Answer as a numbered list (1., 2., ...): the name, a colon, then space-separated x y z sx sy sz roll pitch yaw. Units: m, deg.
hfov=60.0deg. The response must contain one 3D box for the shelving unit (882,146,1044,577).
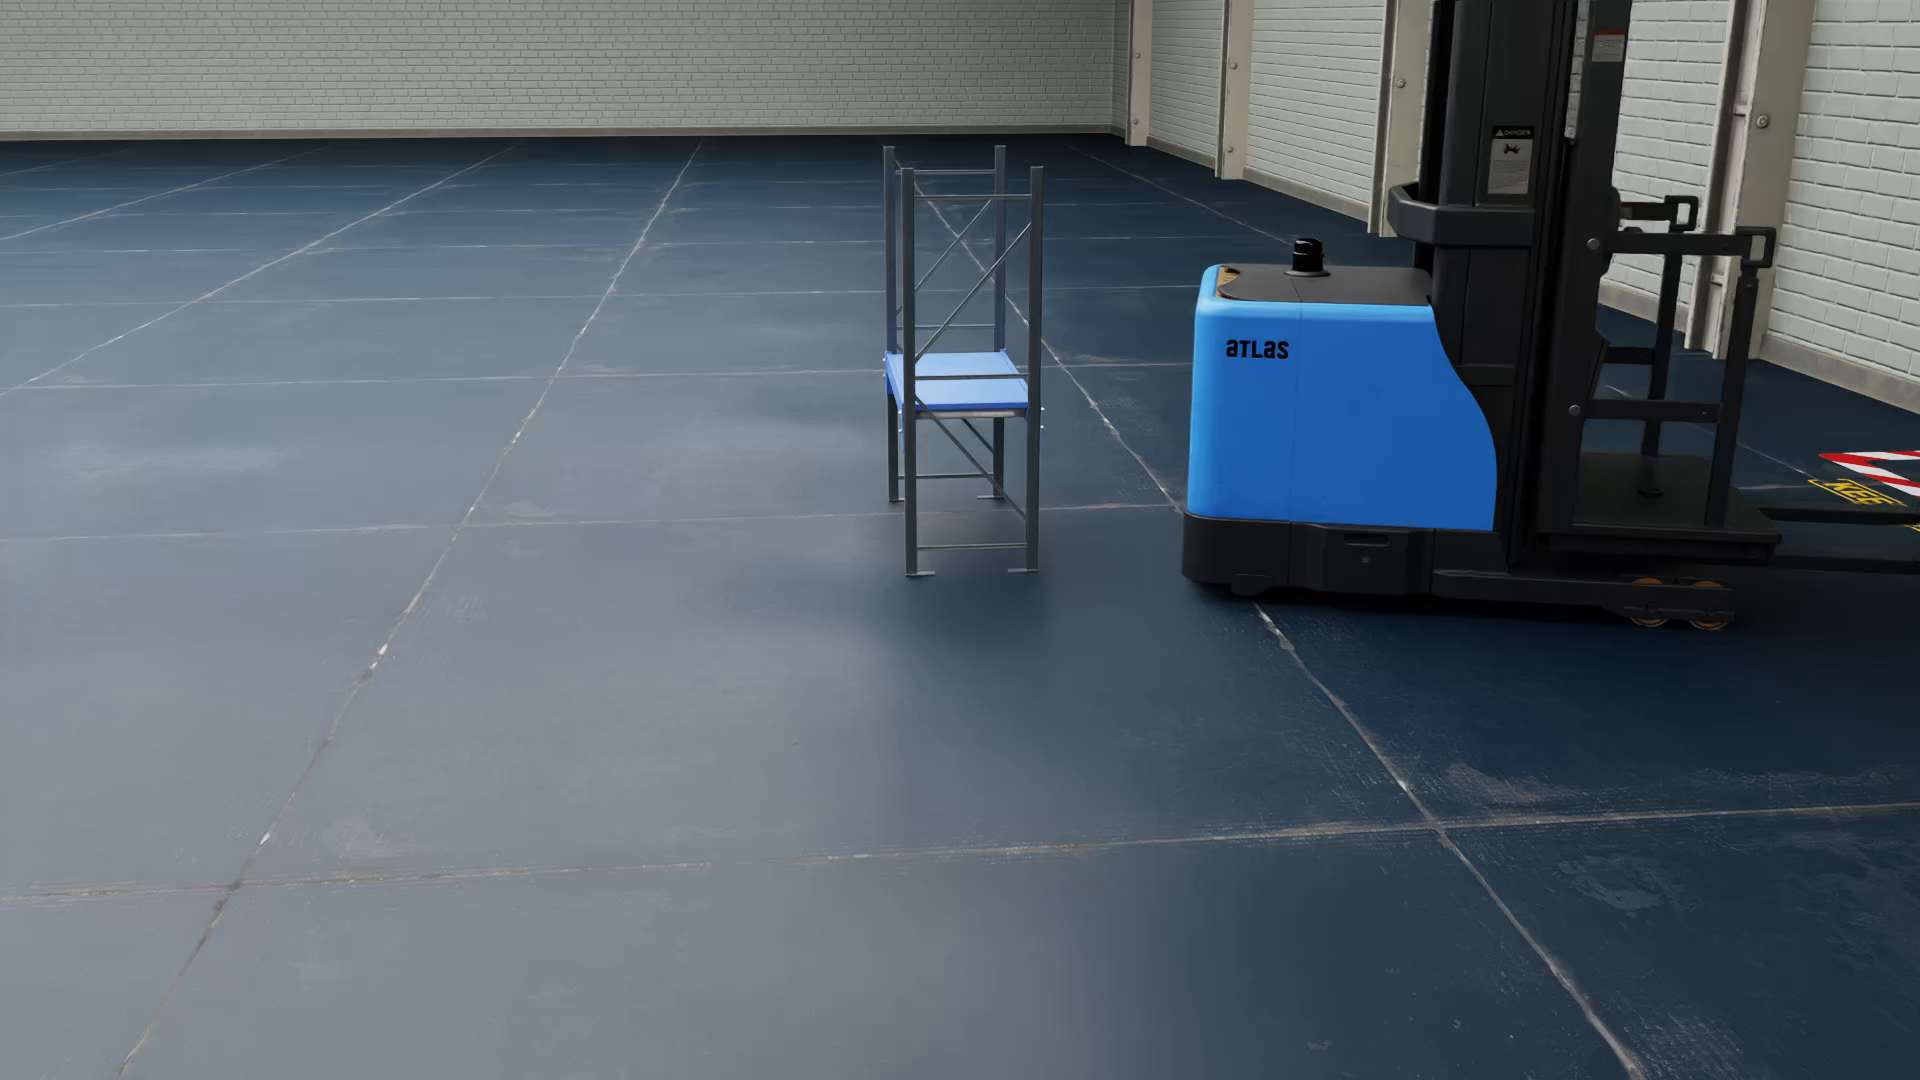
1. shelving unit: -0.009 -0.741 6.533 0.538 1.500 1.048 -2 18 -6

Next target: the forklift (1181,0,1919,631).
1. forklift: 2.370 -1.261 5.799 3.031 2.935 1.130 3 18 9

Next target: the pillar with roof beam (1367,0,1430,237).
1. pillar with roof beam: -0.122 -7.121 14.335 9.100 9.000 0.400 -2 18 -6

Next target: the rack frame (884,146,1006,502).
1. rack frame: -0.061 -0.892 7.016 0.500 1.500 0.032 -2 18 -6

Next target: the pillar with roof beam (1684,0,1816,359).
1. pillar with roof beam: 0.497 -5.333 8.641 9.100 9.000 0.400 -2 18 -6

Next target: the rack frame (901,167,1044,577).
1. rack frame: 0.044 -0.590 6.051 0.500 1.500 0.032 -2 18 -6

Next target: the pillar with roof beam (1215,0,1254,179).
1. pillar with roof beam: -0.741 -8.908 20.029 9.100 9.000 0.400 -2 18 -6

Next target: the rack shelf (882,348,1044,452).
1. rack shelf: -0.009 -0.569 6.587 0.538 0.185 1.000 -2 18 -6

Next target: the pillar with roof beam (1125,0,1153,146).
1. pillar with roof beam: -1.359 -10.696 25.723 9.100 9.000 0.400 -2 18 -6
